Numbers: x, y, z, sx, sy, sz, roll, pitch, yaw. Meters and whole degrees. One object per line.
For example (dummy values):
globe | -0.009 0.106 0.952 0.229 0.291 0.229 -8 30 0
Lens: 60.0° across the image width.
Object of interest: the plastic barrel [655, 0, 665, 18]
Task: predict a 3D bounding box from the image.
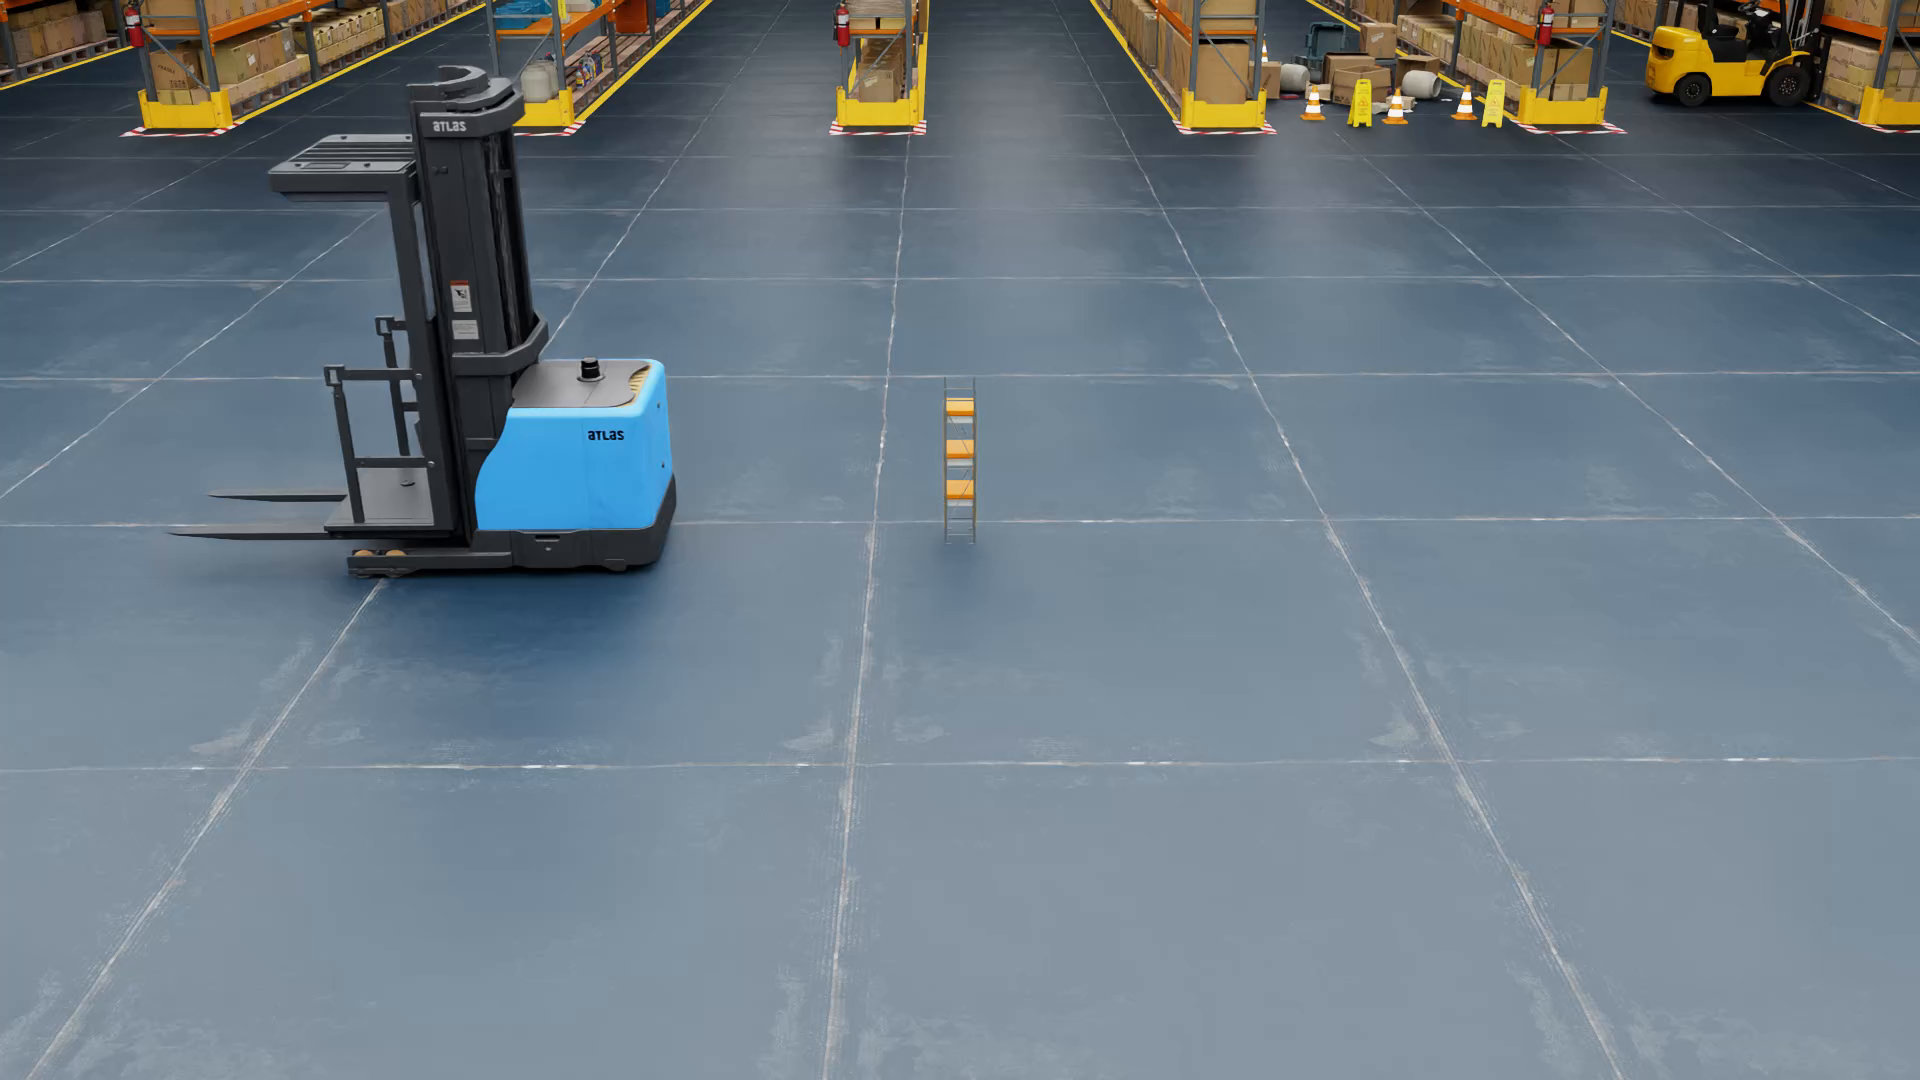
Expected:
plastic barrel | -6.268 -11.017 33.506 0.600 0.901 0.708 0 24 -1

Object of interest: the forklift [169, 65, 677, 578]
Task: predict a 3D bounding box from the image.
forklift | -3.397 -1.323 10.118 3.031 2.935 1.130 0 24 -1

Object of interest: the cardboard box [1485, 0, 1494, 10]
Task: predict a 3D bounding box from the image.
cardboard box | 8.372 -8.295 25.757 0.380 0.149 0.250 0 24 0

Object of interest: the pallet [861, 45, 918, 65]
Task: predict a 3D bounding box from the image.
pallet | -1.251 -8.578 29.460 1.003 0.211 1.213 0 24 -1

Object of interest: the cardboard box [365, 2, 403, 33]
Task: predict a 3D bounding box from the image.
cardboard box | -10.893 -9.879 31.453 0.500 0.500 0.500 1 24 2

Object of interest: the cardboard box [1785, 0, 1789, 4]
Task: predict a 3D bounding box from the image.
cardboard box | 13.414 -8.739 26.311 0.500 0.500 0.500 0 24 0

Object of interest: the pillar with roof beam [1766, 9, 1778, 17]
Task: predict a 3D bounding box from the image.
pillar with roof beam | 10.215 -12.921 28.400 9.100 9.000 0.400 0 24 -1

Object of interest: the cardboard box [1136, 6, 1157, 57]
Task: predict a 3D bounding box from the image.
cardboard box | 3.633 -8.824 28.840 1.050 0.750 0.750 0 24 -1

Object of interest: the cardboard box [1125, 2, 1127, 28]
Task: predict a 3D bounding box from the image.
cardboard box | 3.424 -9.975 31.689 0.500 0.500 0.500 0 24 -1

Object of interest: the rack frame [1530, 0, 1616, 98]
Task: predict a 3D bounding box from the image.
rack frame | 8.728 -7.420 23.516 1.000 3.000 0.127 0 24 -1

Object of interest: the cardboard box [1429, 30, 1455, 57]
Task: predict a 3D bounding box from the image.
cardboard box | 8.665 -8.575 28.748 0.950 0.372 0.625 1 24 3

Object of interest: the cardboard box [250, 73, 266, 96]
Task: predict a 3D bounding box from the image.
cardboard box | -10.884 -6.905 25.205 0.500 0.250 0.500 0 24 -1

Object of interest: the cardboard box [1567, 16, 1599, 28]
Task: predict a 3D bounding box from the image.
cardboard box | 8.932 -7.447 23.880 0.380 0.149 0.250 0 24 0

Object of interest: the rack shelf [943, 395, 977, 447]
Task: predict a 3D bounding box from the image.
rack shelf | -0.001 -0.749 10.470 0.215 0.259 0.240 0 24 -1

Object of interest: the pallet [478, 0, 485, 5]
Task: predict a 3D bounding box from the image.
pallet | -11.251 -12.295 37.679 1.003 0.211 1.213 0 24 -1

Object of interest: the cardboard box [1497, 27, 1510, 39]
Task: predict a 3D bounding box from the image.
cardboard box | 8.387 -7.688 25.238 0.380 0.149 0.250 1 24 2

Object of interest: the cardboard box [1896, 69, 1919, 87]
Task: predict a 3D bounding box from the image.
cardboard box | 13.894 -6.805 24.376 0.500 0.250 0.500 0 24 0

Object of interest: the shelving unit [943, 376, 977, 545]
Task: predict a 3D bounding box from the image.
shelving unit | -0.001 -0.500 10.582 0.215 1.050 0.252 0 24 -1

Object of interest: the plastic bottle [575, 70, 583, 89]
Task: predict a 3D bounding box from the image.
plastic bottle | -5.842 -7.059 25.495 0.097 0.271 0.097 0 24 0

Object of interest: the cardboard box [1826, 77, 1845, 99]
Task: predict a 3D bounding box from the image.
cardboard box | 13.375 -6.780 24.927 0.500 0.250 0.500 0 24 -1

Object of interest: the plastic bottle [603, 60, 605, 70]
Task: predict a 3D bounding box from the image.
plastic bottle | -5.862 -7.779 27.171 0.097 0.201 0.097 0 24 0

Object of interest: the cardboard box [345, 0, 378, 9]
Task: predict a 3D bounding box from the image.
cardboard box | -11.419 -10.075 31.886 0.500 0.500 0.500 1 24 2

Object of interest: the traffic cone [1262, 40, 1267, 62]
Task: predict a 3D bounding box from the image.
traffic cone | 5.231 -8.408 28.779 0.336 0.463 0.334 0 24 -1

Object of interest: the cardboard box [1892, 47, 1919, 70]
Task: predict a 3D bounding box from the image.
cardboard box | 13.876 -7.037 24.283 0.500 0.250 0.500 -1 24 -1

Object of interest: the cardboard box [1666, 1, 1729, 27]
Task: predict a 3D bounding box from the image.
cardboard box | 13.598 -9.593 30.692 0.875 0.625 0.625 1 24 1

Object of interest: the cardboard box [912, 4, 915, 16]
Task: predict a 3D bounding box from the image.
cardboard box | -0.865 -7.998 25.099 0.380 0.149 0.250 0 24 -1

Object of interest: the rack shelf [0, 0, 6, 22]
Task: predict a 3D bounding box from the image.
rack shelf | -16.062 -7.805 25.240 1.077 0.370 4.000 0 24 -1

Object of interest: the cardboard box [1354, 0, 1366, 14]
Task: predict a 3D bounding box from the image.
cardboard box | 8.684 -11.333 34.237 0.875 0.875 0.875 0 24 1

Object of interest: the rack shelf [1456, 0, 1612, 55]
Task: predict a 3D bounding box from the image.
rack shelf | 8.707 -7.916 25.487 1.077 0.370 4.000 0 24 -1

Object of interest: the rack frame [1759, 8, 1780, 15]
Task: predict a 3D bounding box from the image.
rack frame | 13.648 -9.092 27.213 1.000 3.000 0.127 0 24 -1

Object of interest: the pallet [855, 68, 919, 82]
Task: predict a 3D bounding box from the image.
pallet | -1.182 -7.477 27.025 1.003 0.211 1.213 0 24 -1

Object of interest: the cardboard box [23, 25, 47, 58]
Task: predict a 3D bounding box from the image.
cardboard box | -16.164 -8.534 28.480 0.700 0.500 0.500 -1 24 -2

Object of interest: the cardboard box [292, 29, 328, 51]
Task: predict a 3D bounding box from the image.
cardboard box | -10.886 -8.346 27.711 0.500 0.311 0.500 0 24 0

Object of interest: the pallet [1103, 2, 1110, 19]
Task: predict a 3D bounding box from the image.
pallet | 3.606 -11.307 35.494 1.003 0.211 1.213 0 24 -1

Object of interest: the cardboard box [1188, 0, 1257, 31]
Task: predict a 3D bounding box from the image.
cardboard box | 3.730 -7.577 23.682 0.875 0.550 0.550 0 24 -1

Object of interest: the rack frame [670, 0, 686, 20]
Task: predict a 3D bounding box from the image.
rack frame | -6.265 -12.298 34.302 1.000 3.000 0.127 0 24 -1

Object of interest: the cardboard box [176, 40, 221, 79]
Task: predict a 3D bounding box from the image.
cardboard box | -11.416 -7.244 25.045 0.500 0.500 0.500 0 24 -1

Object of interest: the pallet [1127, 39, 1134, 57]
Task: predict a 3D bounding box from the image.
pallet | 3.626 -9.057 30.519 1.003 0.211 1.213 0 24 -1

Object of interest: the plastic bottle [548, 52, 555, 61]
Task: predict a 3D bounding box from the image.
plastic bottle | -6.583 -7.661 26.729 0.144 0.351 0.185 0 24 1

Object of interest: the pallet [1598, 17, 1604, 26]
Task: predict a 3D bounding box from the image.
pallet | 13.607 -10.783 34.336 1.003 0.211 1.213 0 24 -1

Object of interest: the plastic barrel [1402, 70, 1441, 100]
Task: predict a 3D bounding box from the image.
plastic barrel | 7.192 -7.091 25.914 0.512 0.421 0.421 19 30 35

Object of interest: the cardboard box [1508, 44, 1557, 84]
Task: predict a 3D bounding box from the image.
cardboard box | 8.459 -7.029 24.569 0.500 0.500 0.500 0 24 0

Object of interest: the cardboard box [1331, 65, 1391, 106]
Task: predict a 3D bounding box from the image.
cardboard box | 6.178 -6.995 25.606 0.797 0.503 0.637 -19 31 -36

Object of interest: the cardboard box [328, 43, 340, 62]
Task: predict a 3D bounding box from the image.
cardboard box | -10.891 -8.297 28.283 0.500 0.250 0.500 0 24 1

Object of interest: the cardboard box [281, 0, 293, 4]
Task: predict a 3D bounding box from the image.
cardboard box | -11.119 -8.844 26.542 0.700 0.500 0.500 -1 24 -2

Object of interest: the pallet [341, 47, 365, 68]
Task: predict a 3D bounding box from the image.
pallet | -11.194 -8.518 29.327 1.003 0.211 1.213 0 24 -1

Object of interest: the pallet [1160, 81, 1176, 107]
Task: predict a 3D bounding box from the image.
pallet | 3.682 -6.916 25.786 1.003 0.211 1.213 0 24 -1

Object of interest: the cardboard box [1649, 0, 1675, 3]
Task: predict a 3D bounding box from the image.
cardboard box | 13.346 -10.291 31.600 0.380 0.149 0.250 -1 24 -3

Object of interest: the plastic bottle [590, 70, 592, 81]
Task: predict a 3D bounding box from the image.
plastic bottle | -5.850 -7.335 26.190 0.097 0.201 0.097 0 24 0

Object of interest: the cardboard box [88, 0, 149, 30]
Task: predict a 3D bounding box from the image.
cardboard box | -16.004 -10.121 31.586 0.750 0.750 0.750 -1 24 -1

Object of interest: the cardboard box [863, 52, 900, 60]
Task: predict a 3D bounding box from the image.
cardboard box | -1.200 -7.190 25.530 0.500 0.500 0.500 2 24 4

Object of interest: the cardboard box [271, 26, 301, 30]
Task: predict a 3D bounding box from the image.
cardboard box | -11.433 -8.555 28.172 0.500 0.311 0.500 0 24 1

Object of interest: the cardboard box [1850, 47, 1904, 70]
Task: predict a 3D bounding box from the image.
cardboard box | 13.375 -7.026 24.259 0.500 0.250 0.500 1 24 1

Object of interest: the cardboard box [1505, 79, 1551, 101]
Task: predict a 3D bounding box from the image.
cardboard box | 8.450 -6.700 24.752 0.500 0.250 0.500 0 24 -1

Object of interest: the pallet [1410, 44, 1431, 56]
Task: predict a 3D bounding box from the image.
pallet | 8.659 -8.623 29.559 1.003 0.211 1.213 0 24 -1

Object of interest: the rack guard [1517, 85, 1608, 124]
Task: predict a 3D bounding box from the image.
rack guard | 8.728 -6.312 24.101 1.175 0.500 0.348 0 24 -1
